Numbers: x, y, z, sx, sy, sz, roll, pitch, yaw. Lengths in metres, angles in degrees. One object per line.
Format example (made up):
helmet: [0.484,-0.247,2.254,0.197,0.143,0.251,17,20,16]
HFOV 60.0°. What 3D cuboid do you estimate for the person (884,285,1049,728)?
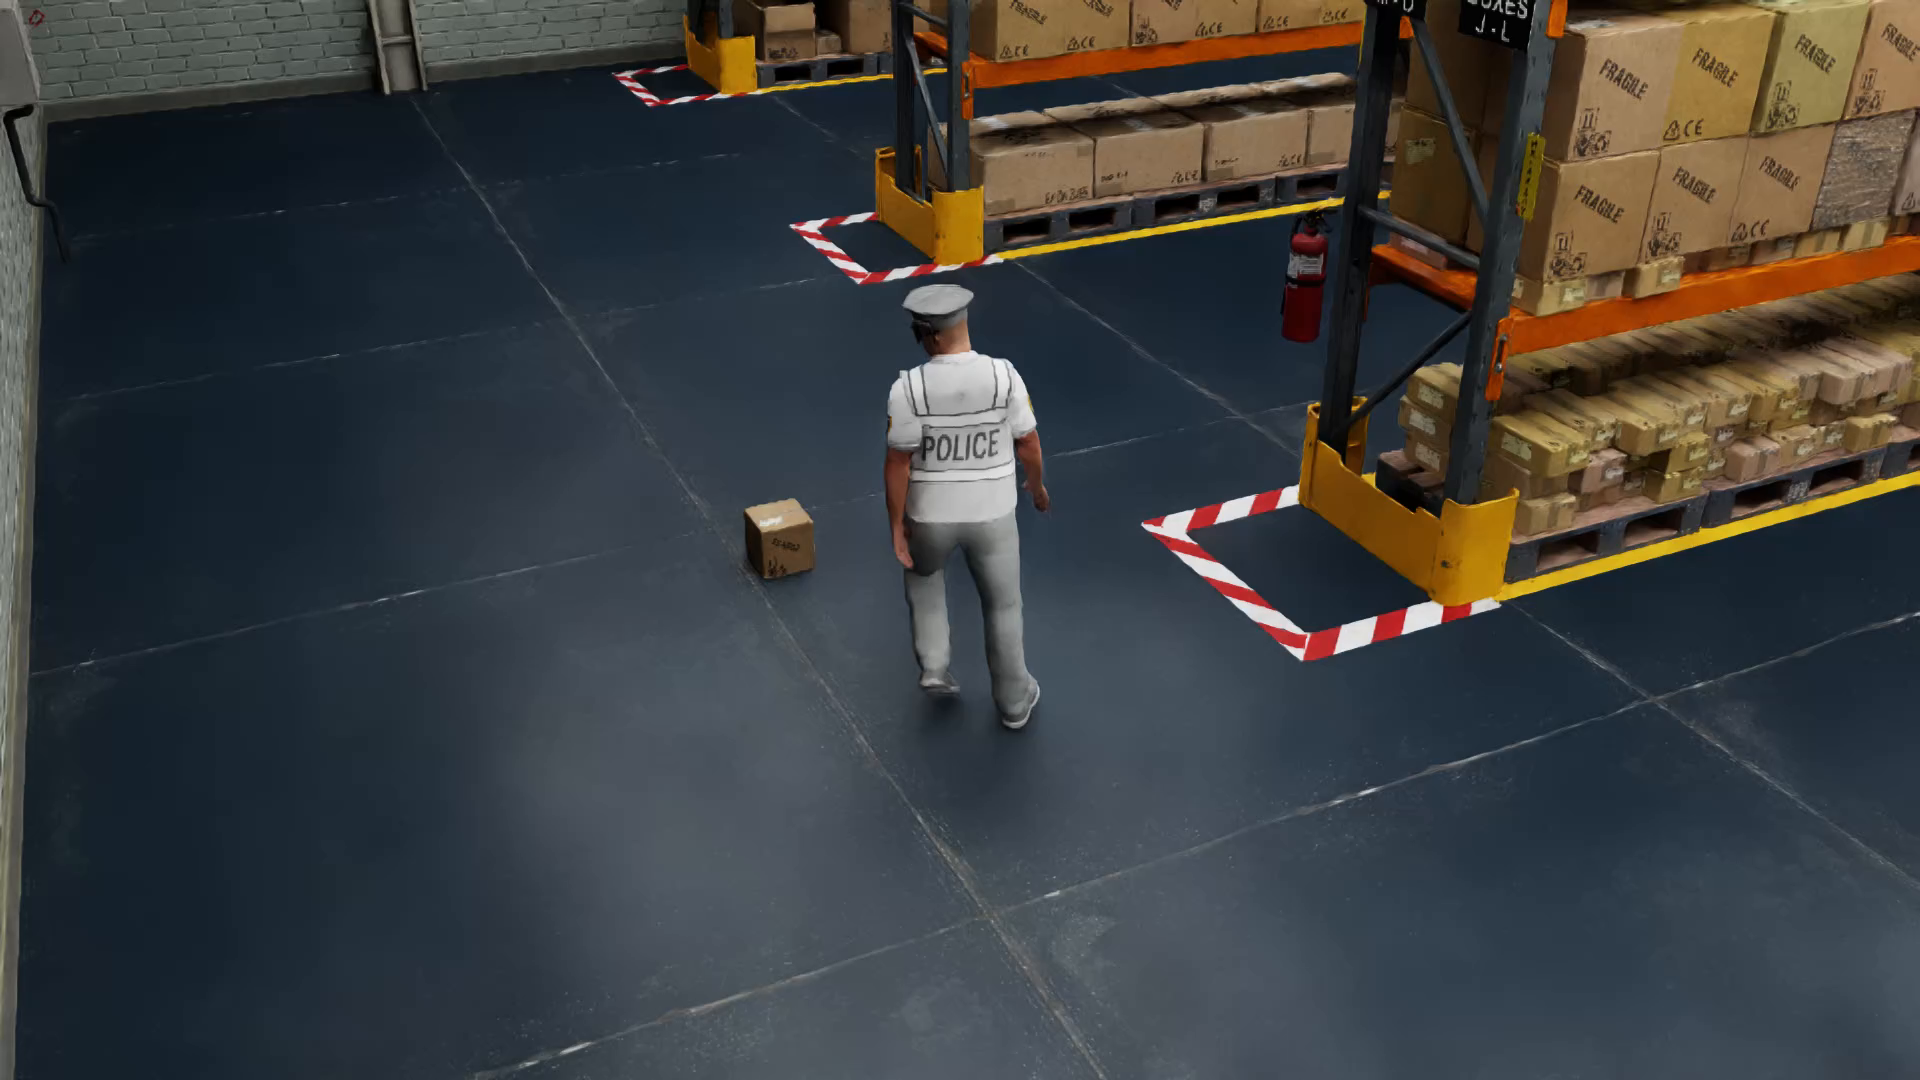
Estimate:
person: [0.034,-0.131,6.359,0.626,1.711,0.524,1,29,1]
